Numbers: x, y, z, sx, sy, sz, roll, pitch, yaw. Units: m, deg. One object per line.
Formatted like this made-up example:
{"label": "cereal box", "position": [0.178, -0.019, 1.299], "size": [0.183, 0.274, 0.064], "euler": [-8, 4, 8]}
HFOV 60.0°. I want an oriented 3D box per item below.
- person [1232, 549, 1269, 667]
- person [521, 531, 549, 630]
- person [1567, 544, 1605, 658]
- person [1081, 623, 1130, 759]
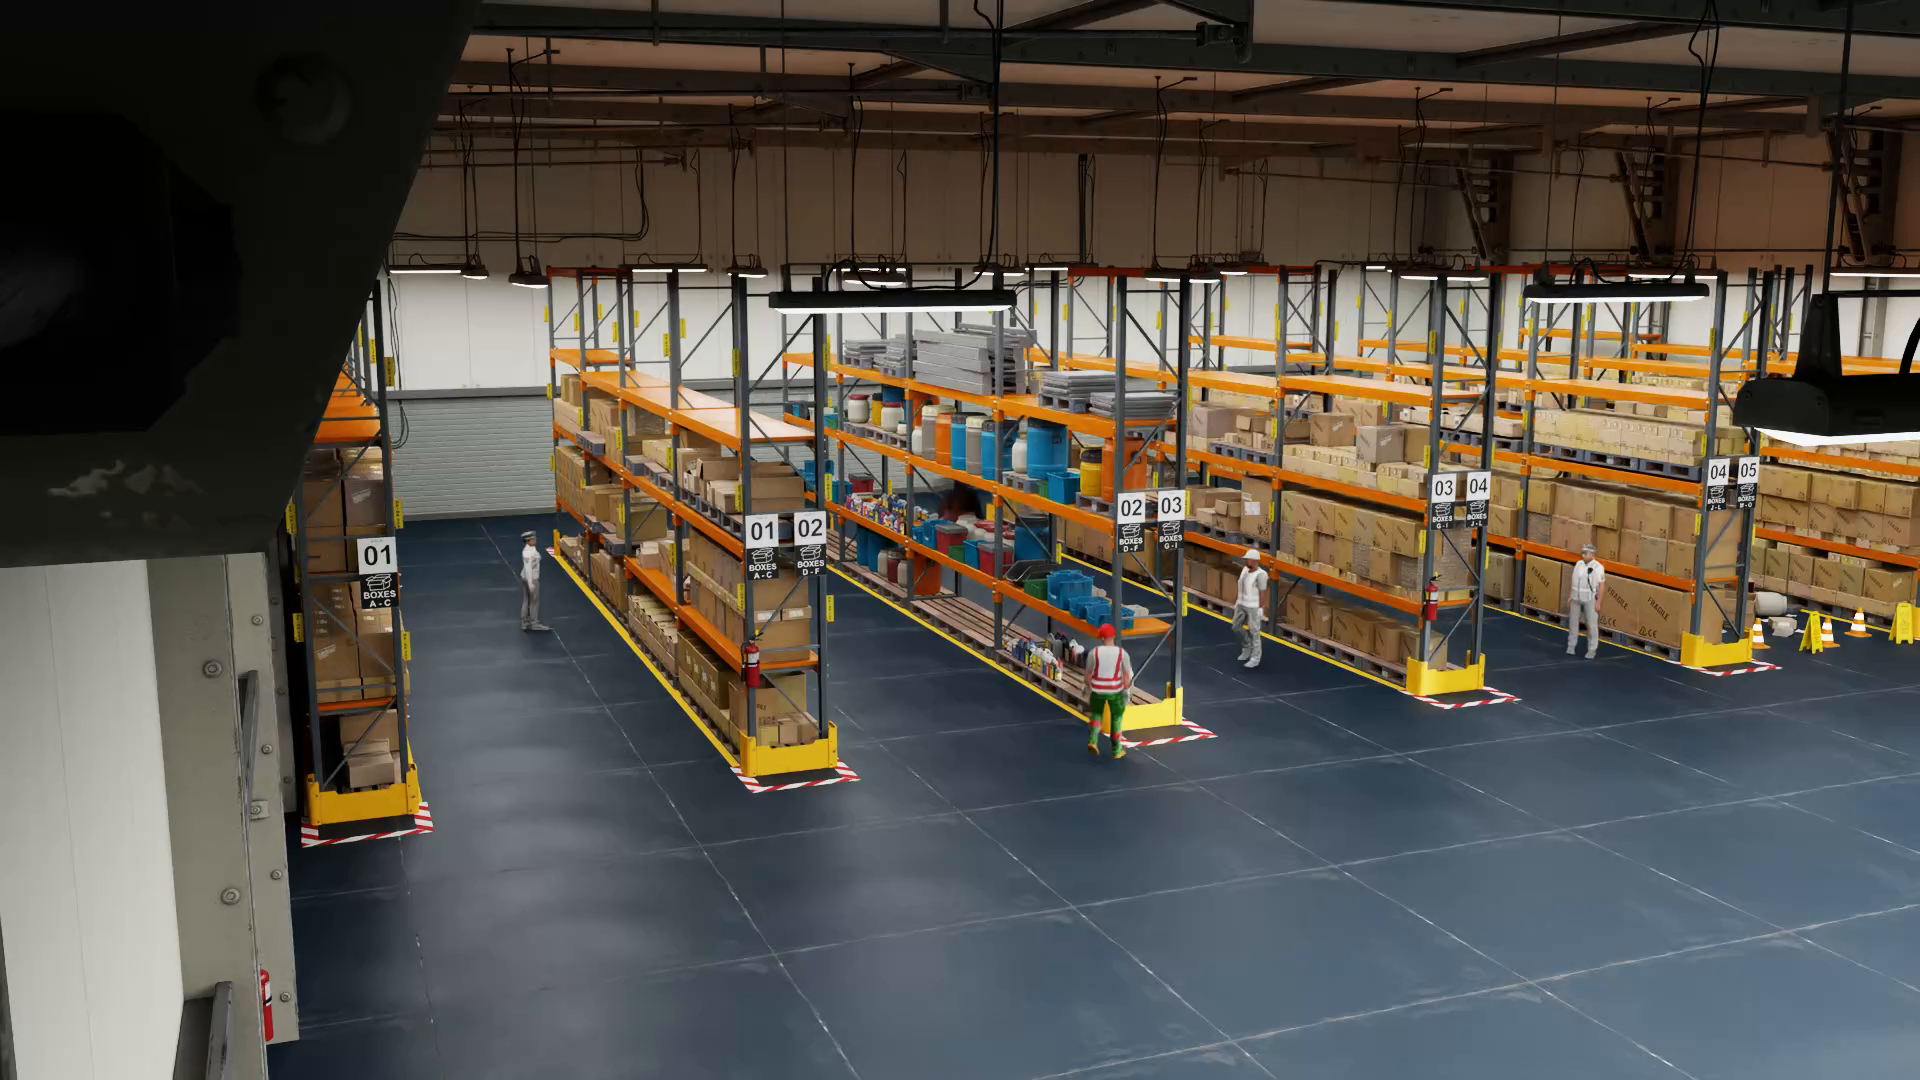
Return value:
{"label": "person", "position": [4.462, 1.030, 25.543], "size": [0.483, 1.802, 0.569], "euler": [-6, 12, -31]}
{"label": "person", "position": [-7.195, 0.672, 27.965], "size": [0.418, 1.687, 0.491], "euler": [-5, 11, -28]}
{"label": "person", "position": [9.831, 0.936, 26.156], "size": [0.407, 1.775, 0.573], "euler": [-9, 13, -41]}
{"label": "person", "position": [1.830, 1.879, 20.821], "size": [0.629, 1.770, 0.597], "euler": [3, 10, 19]}
